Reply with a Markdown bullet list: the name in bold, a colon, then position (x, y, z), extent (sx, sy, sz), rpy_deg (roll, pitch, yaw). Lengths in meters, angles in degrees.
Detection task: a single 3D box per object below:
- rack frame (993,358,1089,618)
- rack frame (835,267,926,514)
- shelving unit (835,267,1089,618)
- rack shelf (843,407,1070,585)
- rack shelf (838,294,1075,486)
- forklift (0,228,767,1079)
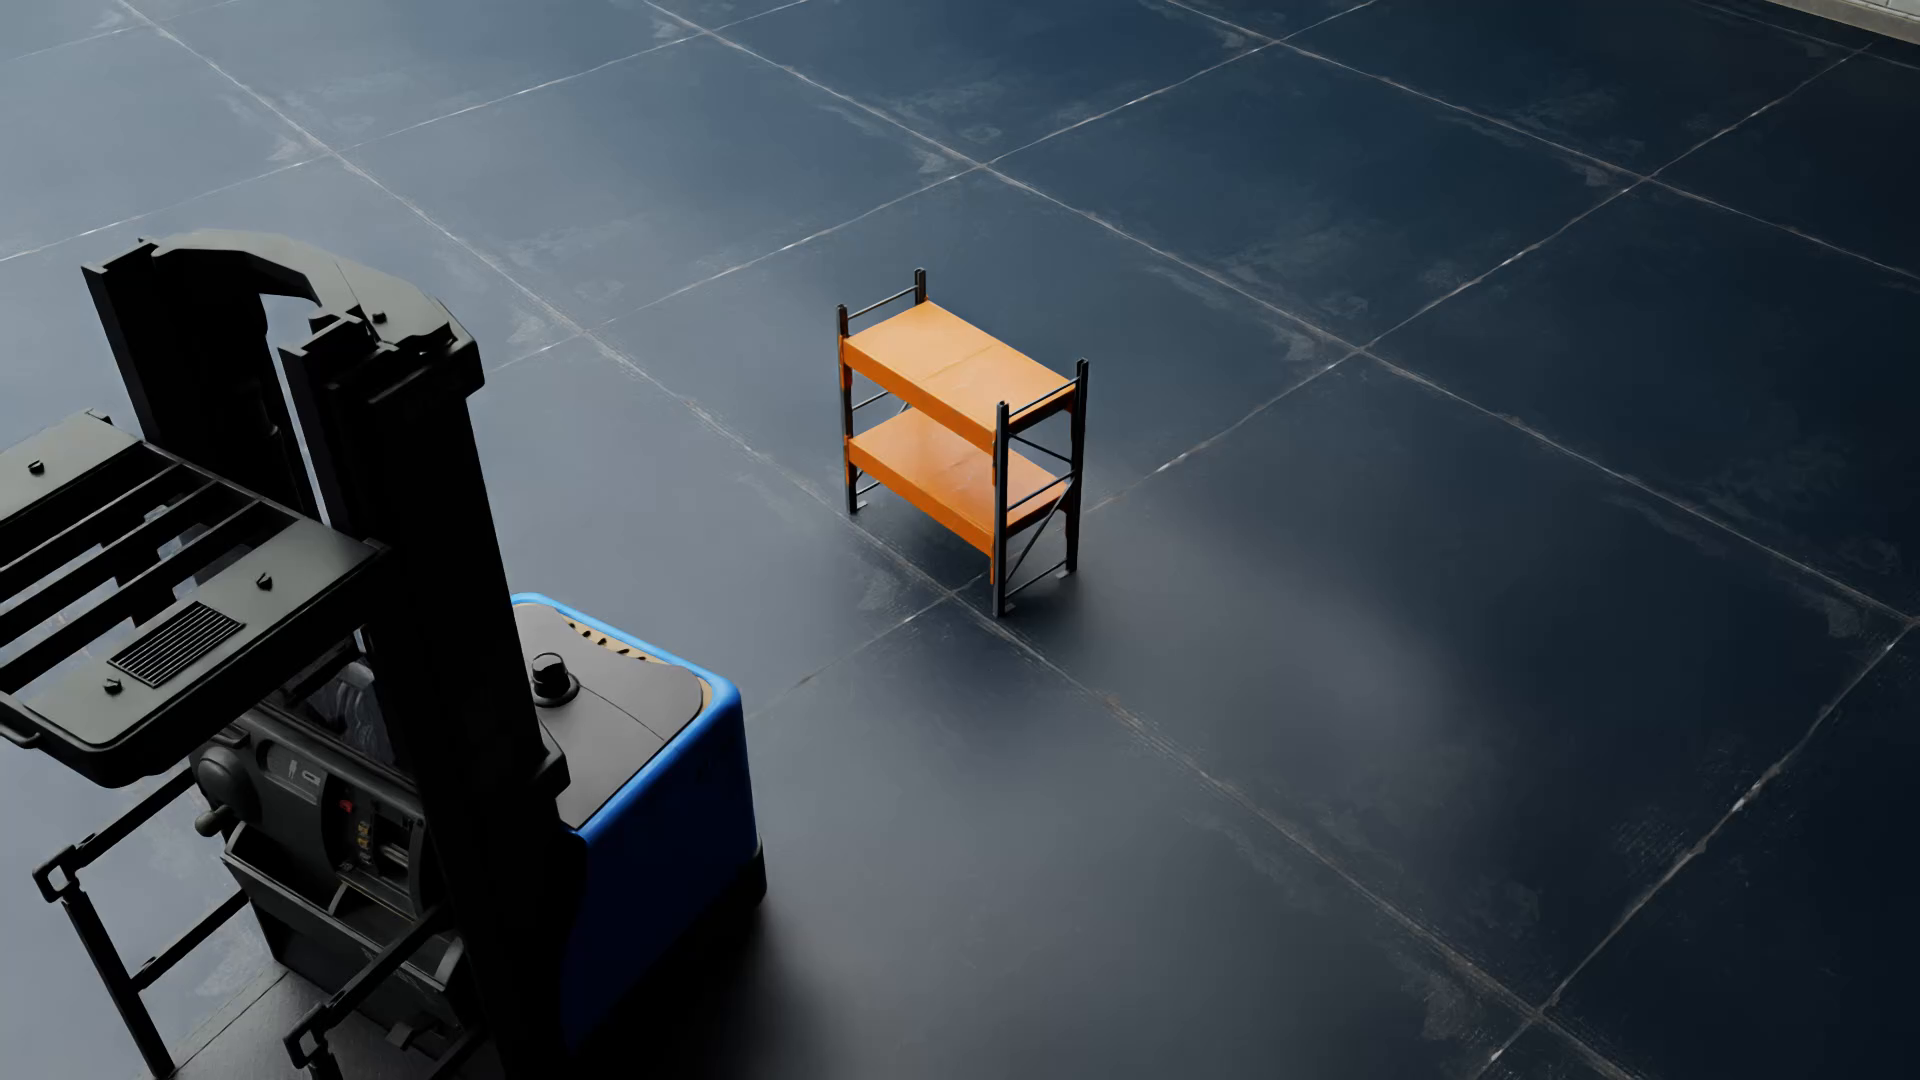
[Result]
- **rack frame**: position (0.339, -0.205, 7.109), extent (0.500, 1.125, 0.032), rpy_deg (-30, 48, -32)
- **rack frame**: position (-0.348, -0.676, 7.692), extent (0.500, 1.125, 0.032), rpy_deg (-30, 48, -32)
- **shelving unit**: position (-0.005, -0.441, 7.400), extent (0.538, 1.125, 1.048), rpy_deg (-30, 48, -32)
- **rack shelf**: position (-0.005, -0.251, 7.554), extent (0.538, 0.278, 1.000), rpy_deg (-30, 48, -32)
- **rack shelf**: position (-0.005, -0.668, 7.217), extent (0.538, 0.278, 1.000), rpy_deg (-30, 48, -32)
- **forklift**: position (-1.906, 0.801, 4.425), extent (1.130, 2.935, 3.031), rpy_deg (21, 43, 24)
